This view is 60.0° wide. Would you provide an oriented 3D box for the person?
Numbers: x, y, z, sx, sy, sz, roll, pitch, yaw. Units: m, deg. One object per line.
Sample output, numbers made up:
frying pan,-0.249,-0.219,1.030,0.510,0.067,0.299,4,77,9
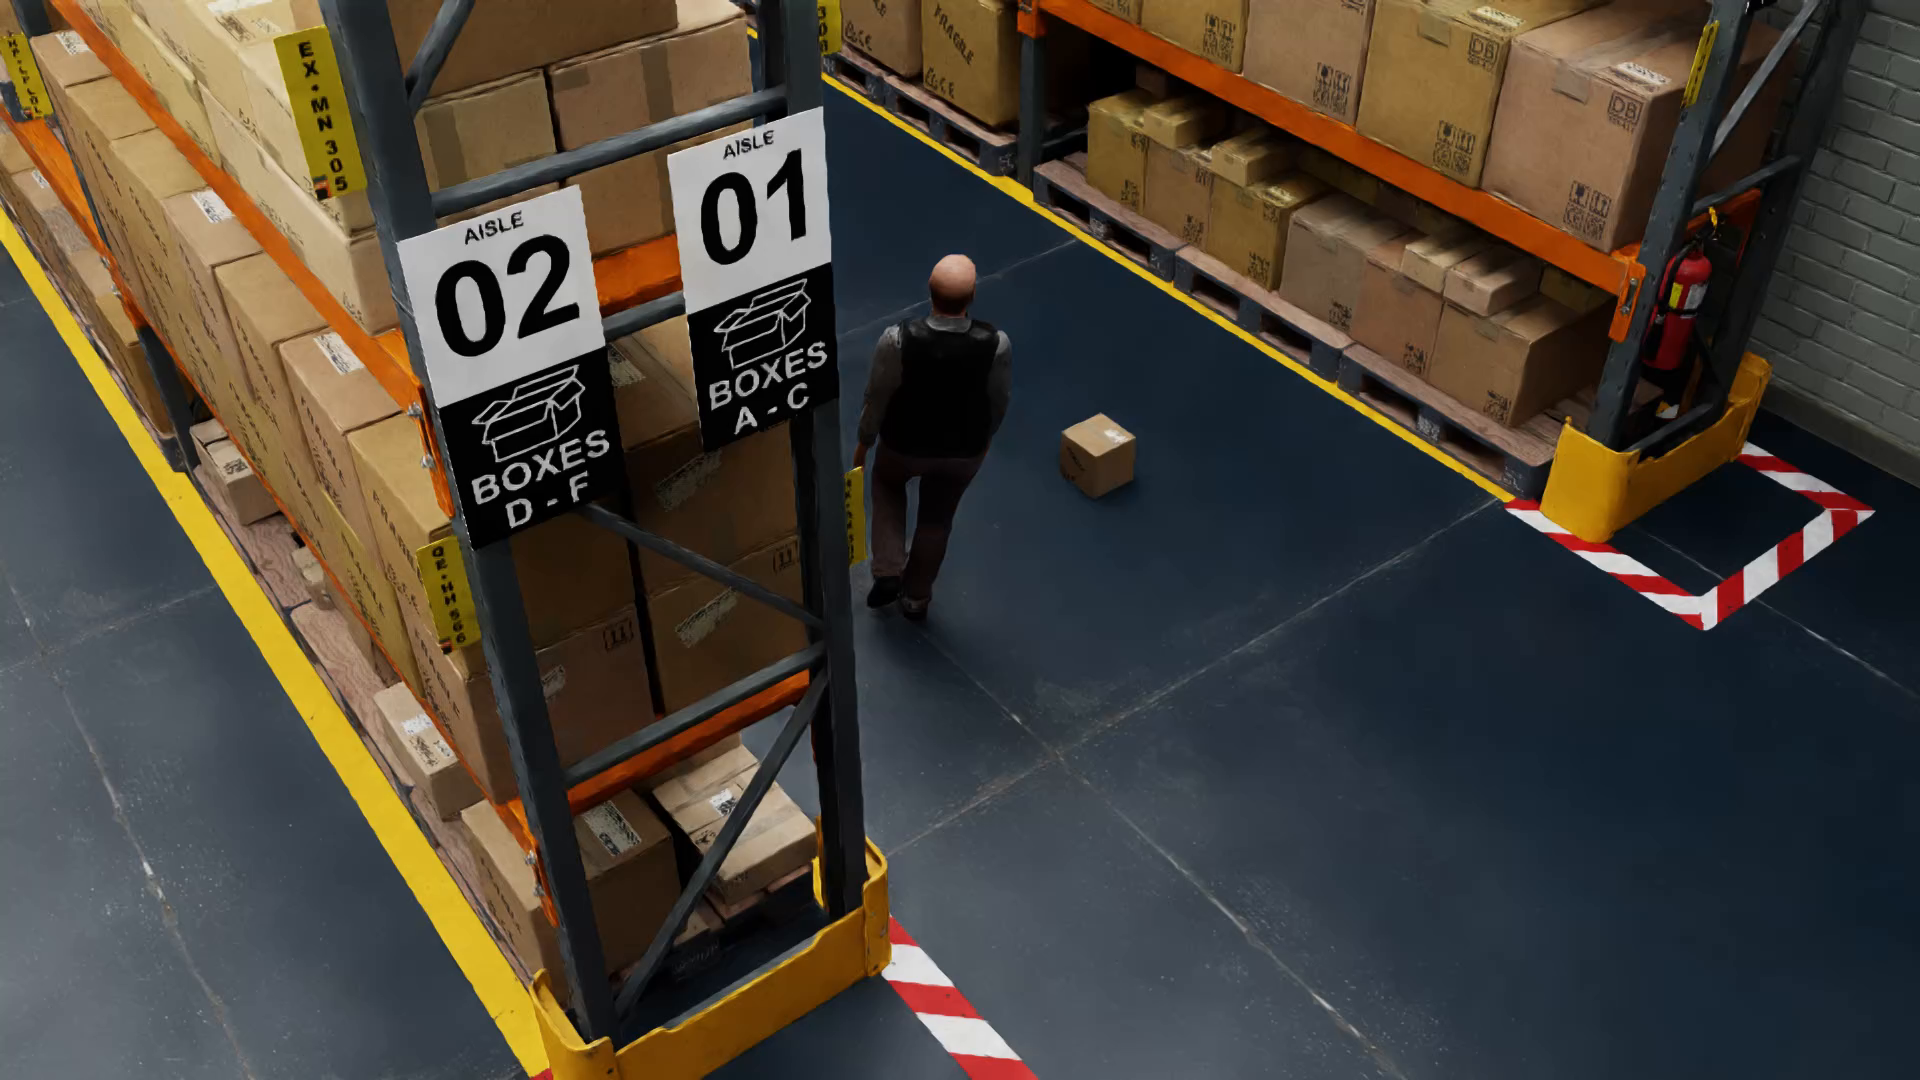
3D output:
person,-0.120,-0.420,6.656,0.623,1.704,0.452,-3,40,-4
